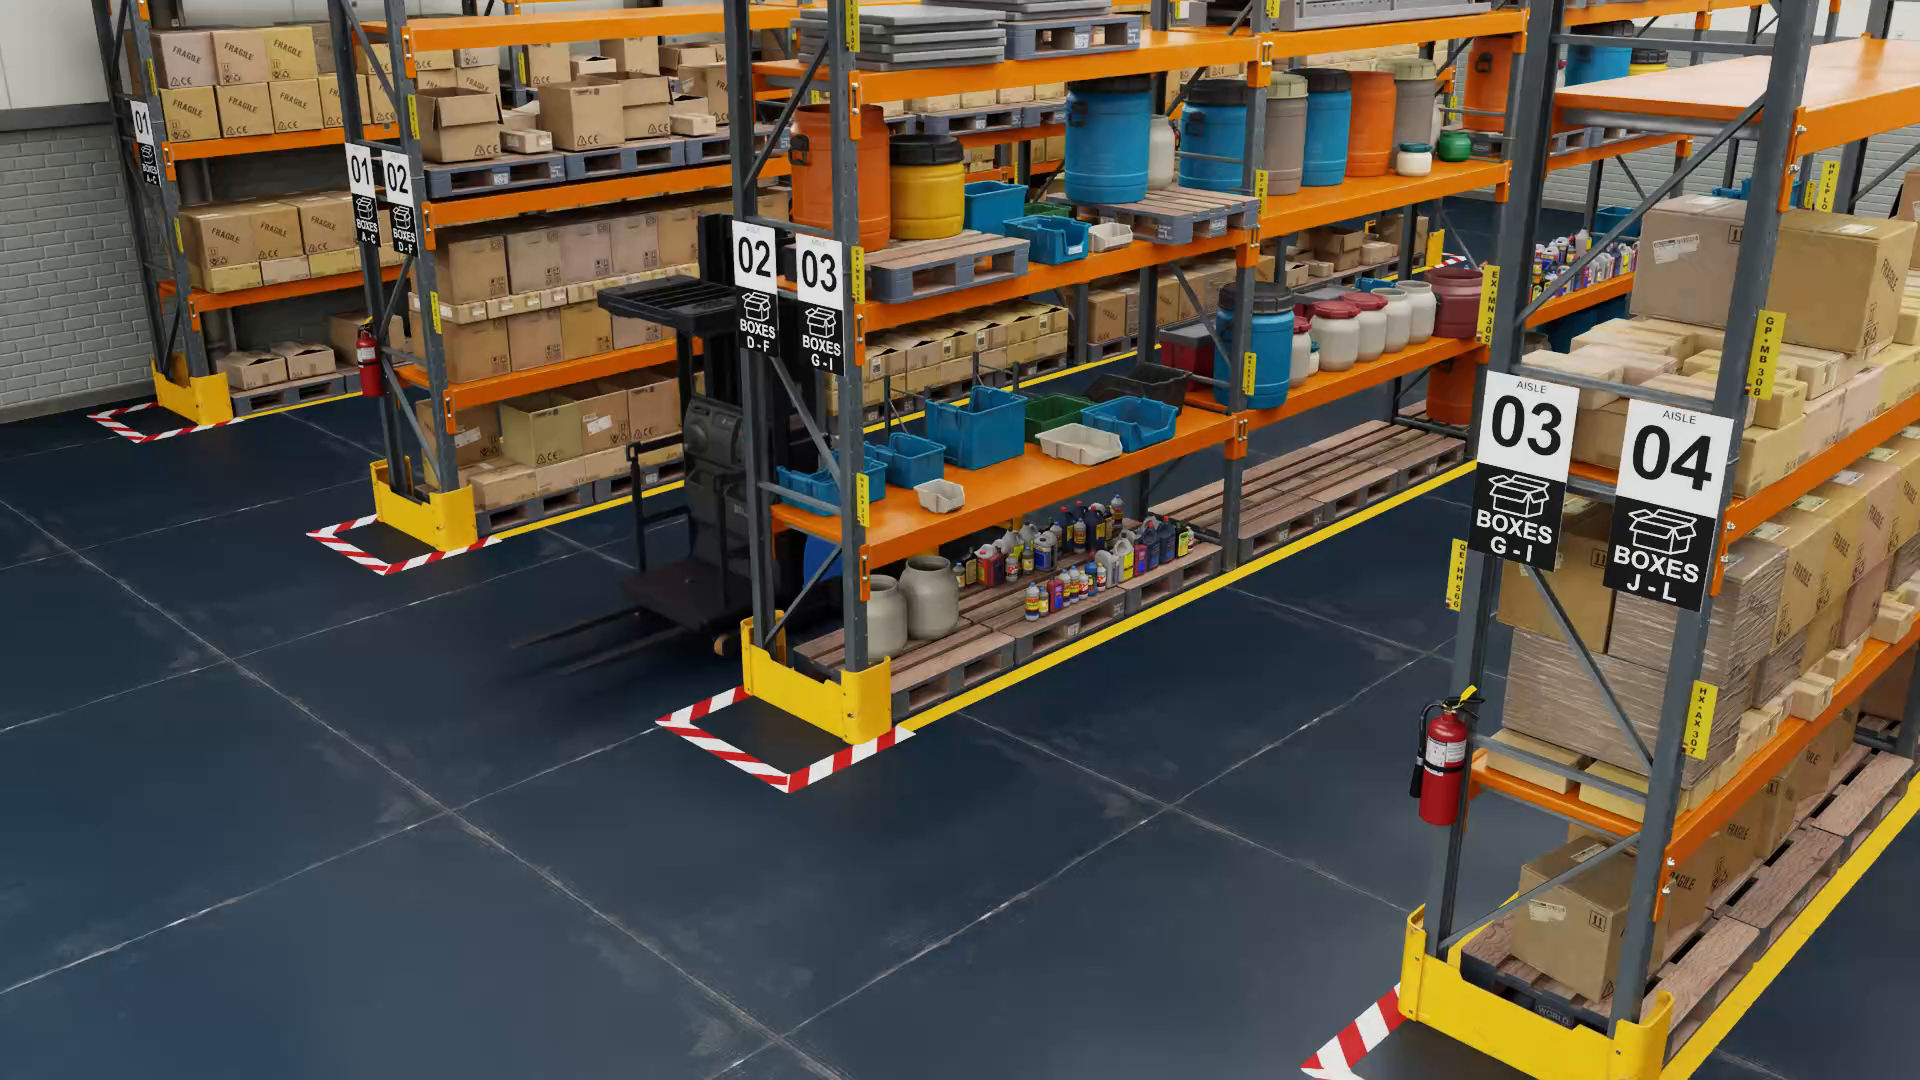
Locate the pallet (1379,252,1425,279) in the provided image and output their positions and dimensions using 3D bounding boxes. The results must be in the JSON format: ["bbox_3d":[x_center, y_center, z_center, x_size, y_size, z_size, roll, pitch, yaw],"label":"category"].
[{"bbox_3d":[6.033,-4.076,24.248,1.003,0.211,1.213,19,28,41],"label":"pallet"}]

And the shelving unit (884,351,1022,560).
[{"bbox_3d":[-0.053,-0.680,13.616,0.587,1.500,1.083,19,28,41],"label":"shelving unit"}]

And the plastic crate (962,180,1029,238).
[{"bbox_3d":[0.141,-2.207,11.340,0.392,0.384,0.575,19,28,41],"label":"plastic crate"}]

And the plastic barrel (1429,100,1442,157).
[{"bbox_3d":[4.171,-3.755,15.187,0.421,0.512,0.421,0,21,0],"label":"plastic barrel"}]

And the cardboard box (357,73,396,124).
[{"bbox_3d":[-6.178,-4.743,17.746,0.500,0.500,0.500,18,27,39],"label":"cardboard box"}]

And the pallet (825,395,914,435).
[{"bbox_3d":[-1.244,-1.416,17.325,1.003,0.211,1.213,19,28,41],"label":"pallet"}]

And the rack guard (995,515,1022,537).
[{"bbox_3d":[0.294,-0.225,14.174,0.587,0.250,0.087,19,28,41],"label":"rack guard"}]

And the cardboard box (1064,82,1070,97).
[{"bbox_3d":[1.341,-5.114,18.739,0.910,0.500,0.500,19,28,41],"label":"cardboard box"}]

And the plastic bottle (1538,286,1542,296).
[{"bbox_3d":[5.657,-2.419,16.327,0.097,0.201,0.097,0,21,0],"label":"plastic bottle"}]

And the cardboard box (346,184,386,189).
[{"bbox_3d":[-6.475,-3.719,18.567,0.500,0.500,0.500,-19,28,-41],"label":"cardboard box"}]

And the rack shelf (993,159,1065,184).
[{"bbox_3d":[1.694,-5.992,26.347,1.077,0.370,4.000,19,28,41],"label":"rack shelf"}]

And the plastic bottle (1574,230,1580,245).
[{"bbox_3d":[6.836,-3.292,18.482,0.061,0.283,0.133,19,28,41],"label":"plastic bottle"}]

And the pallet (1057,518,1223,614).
[{"bbox_3d":[1.318,0.187,13.157,1.003,0.211,1.213,19,28,41],"label":"pallet"}]

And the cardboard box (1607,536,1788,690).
[{"bbox_3d":[3.154,0.265,7.118,0.500,0.500,0.500,19,28,41],"label":"cardboard box"}]

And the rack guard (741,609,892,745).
[{"bbox_3d":[-0.955,0.886,10.934,1.175,0.500,0.348,19,28,41],"label":"rack guard"}]

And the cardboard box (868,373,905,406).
[{"bbox_3d":[-0.914,-1.603,17.174,0.500,0.250,0.500,-19,28,-41],"label":"cardboard box"}]

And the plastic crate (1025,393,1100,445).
[{"bbox_3d":[0.667,-0.900,12.393,0.450,0.188,0.662,19,28,41],"label":"plastic crate"}]

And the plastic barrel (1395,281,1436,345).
[{"bbox_3d":[4.042,-2.040,14.907,0.421,0.512,0.421,0,21,0],"label":"plastic barrel"}]

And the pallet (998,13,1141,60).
[{"bbox_3d":[0.410,-3.269,10.719,1.003,0.211,1.213,19,28,41],"label":"pallet"}]

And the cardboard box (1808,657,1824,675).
[{"bbox_3d":[4.140,0.635,8.452,0.380,0.149,0.250,19,28,41],"label":"cardboard box"}]

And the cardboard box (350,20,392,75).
[{"bbox_3d":[-6.169,-5.203,17.550,0.500,0.500,0.500,18,27,39],"label":"cardboard box"}]

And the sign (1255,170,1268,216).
[{"bbox_3d":[2.203,-2.541,12.173,0.100,0.325,0.005,19,28,41],"label":"sign"}]

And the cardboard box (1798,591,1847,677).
[{"bbox_3d":[3.978,0.269,8.503,0.875,0.500,0.500,19,28,41],"label":"cardboard box"}]

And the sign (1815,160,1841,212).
[{"bbox_3d":[4.965,-2.001,9.511,0.100,0.325,0.005,19,28,41],"label":"sign"}]

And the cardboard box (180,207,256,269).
[{"bbox_3d":[-7.524,-3.066,16.867,0.500,0.500,0.500,19,28,41],"label":"cardboard box"}]

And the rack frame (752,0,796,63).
[{"bbox_3d":[-2.491,-7.585,21.129,1.000,3.000,0.127,19,28,41],"label":"rack frame"}]

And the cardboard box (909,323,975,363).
[{"bbox_3d":[-0.192,-2.132,17.767,0.500,0.311,0.500,-19,28,-41],"label":"cardboard box"}]

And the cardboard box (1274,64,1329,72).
[{"bbox_3d":[4.367,-5.968,21.310,0.500,0.250,0.500,19,28,41],"label":"cardboard box"}]

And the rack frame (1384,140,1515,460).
[{"bbox_3d":[4.607,-2.306,15.754,1.000,3.000,0.127,19,28,41],"label":"rack frame"}]

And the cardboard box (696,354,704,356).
[{"bbox_3d":[-2.621,-1.609,16.144,0.500,0.500,0.500,19,28,41],"label":"cardboard box"}]

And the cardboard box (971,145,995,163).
[{"bbox_3d":[0.158,-5.826,24.332,0.500,0.500,0.500,19,28,40],"label":"cardboard box"}]

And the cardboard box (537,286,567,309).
[{"bbox_3d":[-3.557,-2.083,14.131,0.380,0.149,0.250,19,28,40],"label":"cardboard box"}]

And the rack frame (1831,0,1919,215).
[{"bbox_3d":[5.365,-2.838,8.777,1.000,3.000,0.127,19,28,41],"label":"rack frame"}]

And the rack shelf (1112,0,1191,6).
[{"bbox_3d":[2.456,-6.338,19.444,1.077,0.370,4.000,19,28,41],"label":"rack shelf"}]

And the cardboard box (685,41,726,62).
[{"bbox_3d":[-3.158,-6.114,21.313,0.500,0.500,0.500,19,28,41],"label":"cardboard box"}]

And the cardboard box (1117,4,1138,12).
[{"bbox_3d":[2.417,-8.382,25.821,0.500,0.500,0.500,-19,28,-40],"label":"cardboard box"}]

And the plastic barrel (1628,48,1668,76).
[{"bbox_3d":[6.906,-4.732,17.039,0.600,0.588,0.600,0,21,0],"label":"plastic barrel"}]

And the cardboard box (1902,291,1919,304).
[{"bbox_3d":[4.574,-1.141,8.196,0.250,0.149,0.380,-19,28,-40],"label":"cardboard box"}]

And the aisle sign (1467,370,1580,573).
[{"bbox_3d":[2.317,-0.282,6.866,0.394,0.787,0.004,19,28,41],"label":"aisle sign"}]

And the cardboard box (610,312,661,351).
[{"bbox_3d":[-3.108,-2.052,14.955,0.500,0.500,0.700,-19,28,-40],"label":"cardboard box"}]

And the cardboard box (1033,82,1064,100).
[{"bbox_3d":[0.784,-4.942,18.055,0.500,0.250,0.500,17,27,37],"label":"cardboard box"}]

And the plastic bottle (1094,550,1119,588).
[{"bbox_3d":[1.098,0.200,12.420,0.135,0.276,0.152,-20,28,-41],"label":"plastic bottle"}]

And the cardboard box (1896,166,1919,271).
[{"bbox_3d":[5.234,-1.677,8.687,0.500,0.500,0.500,18,28,39],"label":"cardboard box"}]

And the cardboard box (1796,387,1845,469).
[{"bbox_3d":[3.451,-0.533,7.170,0.500,0.250,0.500,18,28,39],"label":"cardboard box"}]

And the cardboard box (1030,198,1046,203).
[{"bbox_3d":[0.894,-5.009,25.687,0.700,0.500,0.500,20,29,41],"label":"cardboard box"}]

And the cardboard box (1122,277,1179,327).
[{"bbox_3d":[2.297,-2.894,20.156,0.500,0.500,0.500,19,28,40],"label":"cardboard box"}]

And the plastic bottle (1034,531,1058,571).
[{"bbox_3d":[0.651,0.081,12.729,0.152,0.276,0.135,19,28,41],"label":"plastic bottle"}]

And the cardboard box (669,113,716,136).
[{"bbox_3d":[-2.376,-3.684,14.728,0.380,0.149,0.250,19,28,41],"label":"cardboard box"}]

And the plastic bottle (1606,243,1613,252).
[{"bbox_3d":[6.887,-3.029,17.704,0.144,0.351,0.185,19,28,41],"label":"plastic bottle"}]

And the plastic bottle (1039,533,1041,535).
[{"bbox_3d":[0.610,0.043,12.932,0.097,0.201,0.097,0,21,0],"label":"plastic bottle"}]

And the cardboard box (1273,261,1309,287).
[{"bbox_3d":[4.299,-3.578,22.200,0.500,0.311,0.500,19,28,41],"label":"cardboard box"}]

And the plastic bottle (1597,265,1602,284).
[{"bbox_3d":[6.592,-2.764,17.224,0.097,0.201,0.097,0,21,0],"label":"plastic bottle"}]

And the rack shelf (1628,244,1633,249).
[{"bbox_3d":[8.792,-3.512,19.896,1.077,0.370,4.000,19,28,41],"label":"rack shelf"}]

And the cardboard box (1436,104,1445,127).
[{"bbox_3d":[6.528,-5.933,23.658,0.500,0.500,0.500,19,28,40],"label":"cardboard box"}]

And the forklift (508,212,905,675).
[{"bbox_3d":[-1.814,-0.741,11.779,1.130,2.935,3.031,19,28,41],"label":"forklift"}]
